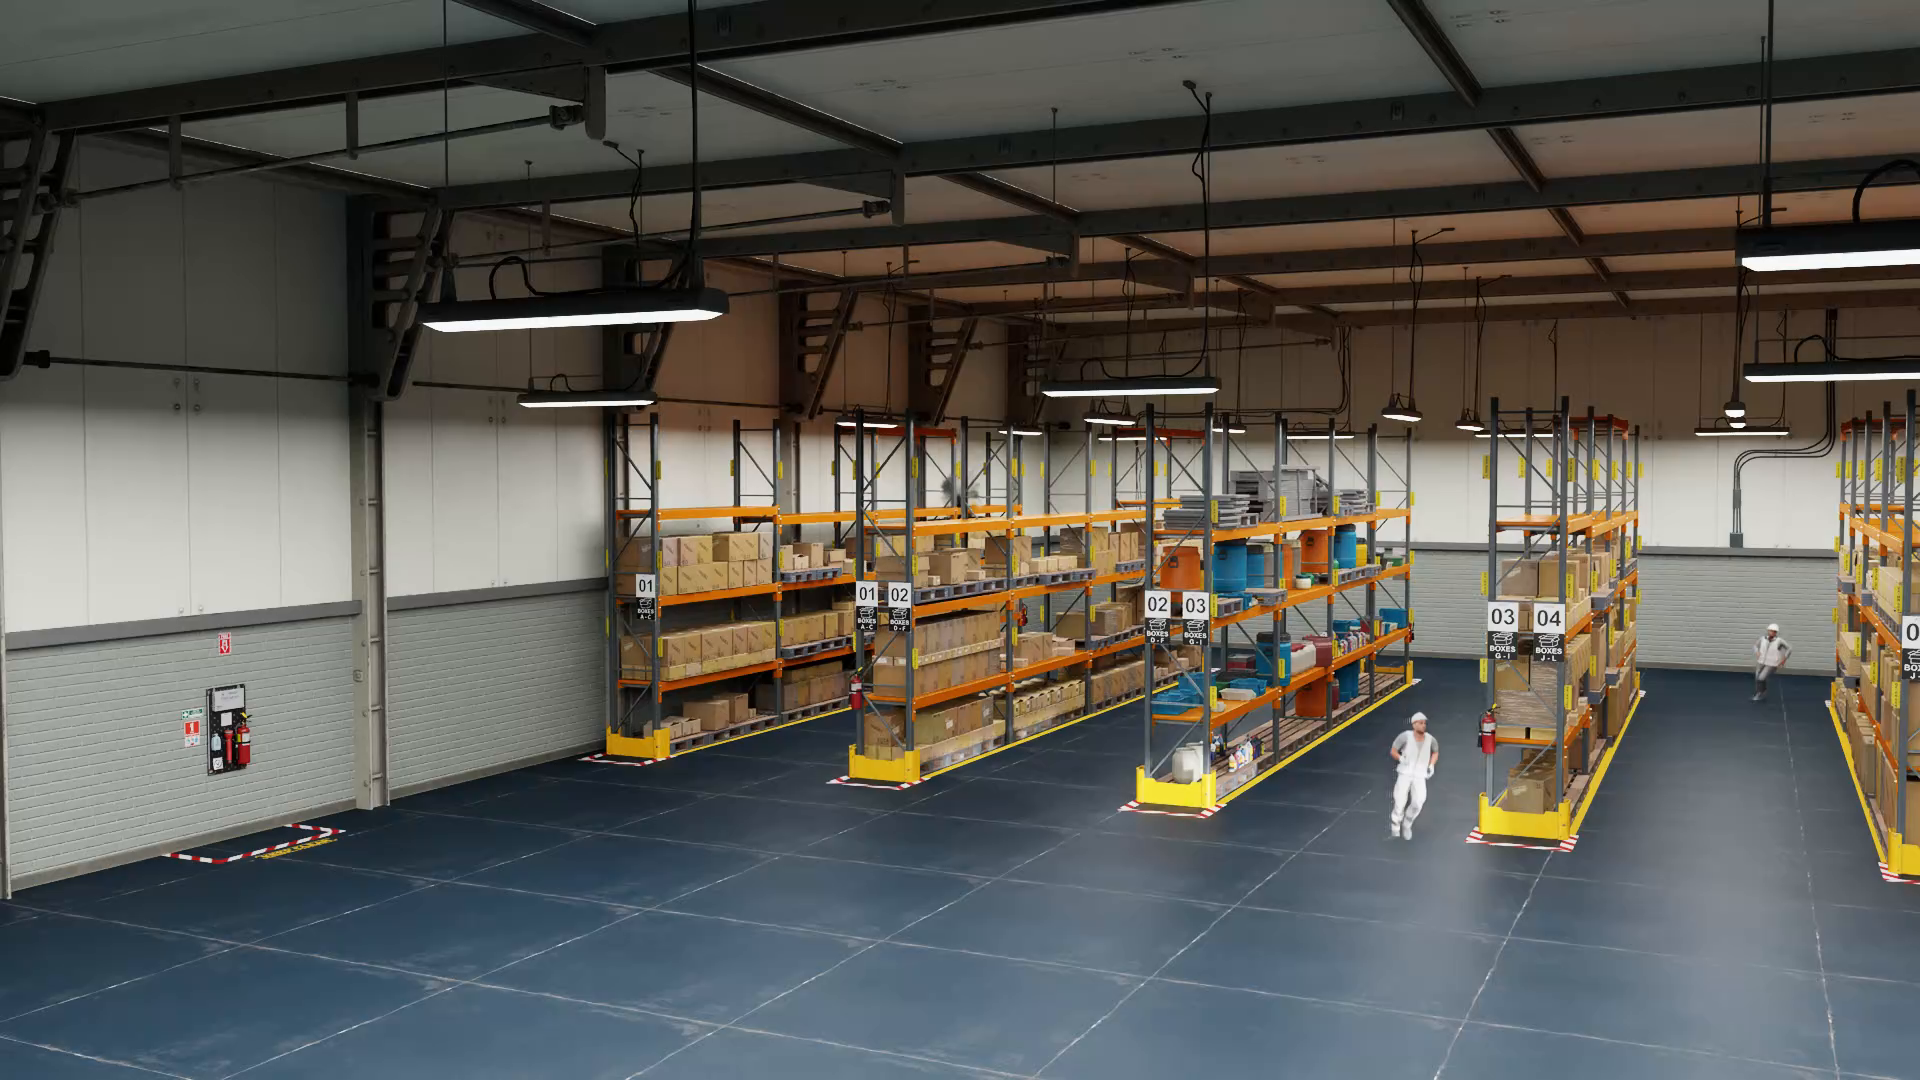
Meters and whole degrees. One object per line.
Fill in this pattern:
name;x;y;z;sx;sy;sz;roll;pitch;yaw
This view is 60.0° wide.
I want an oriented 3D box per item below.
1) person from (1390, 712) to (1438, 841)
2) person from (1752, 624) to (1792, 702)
person;6.131;3.190;22.388;0.662;1.732;0.611;0;2;8
person;17.431;2.666;35.844;0.707;1.715;0.789;-2;3;-37
